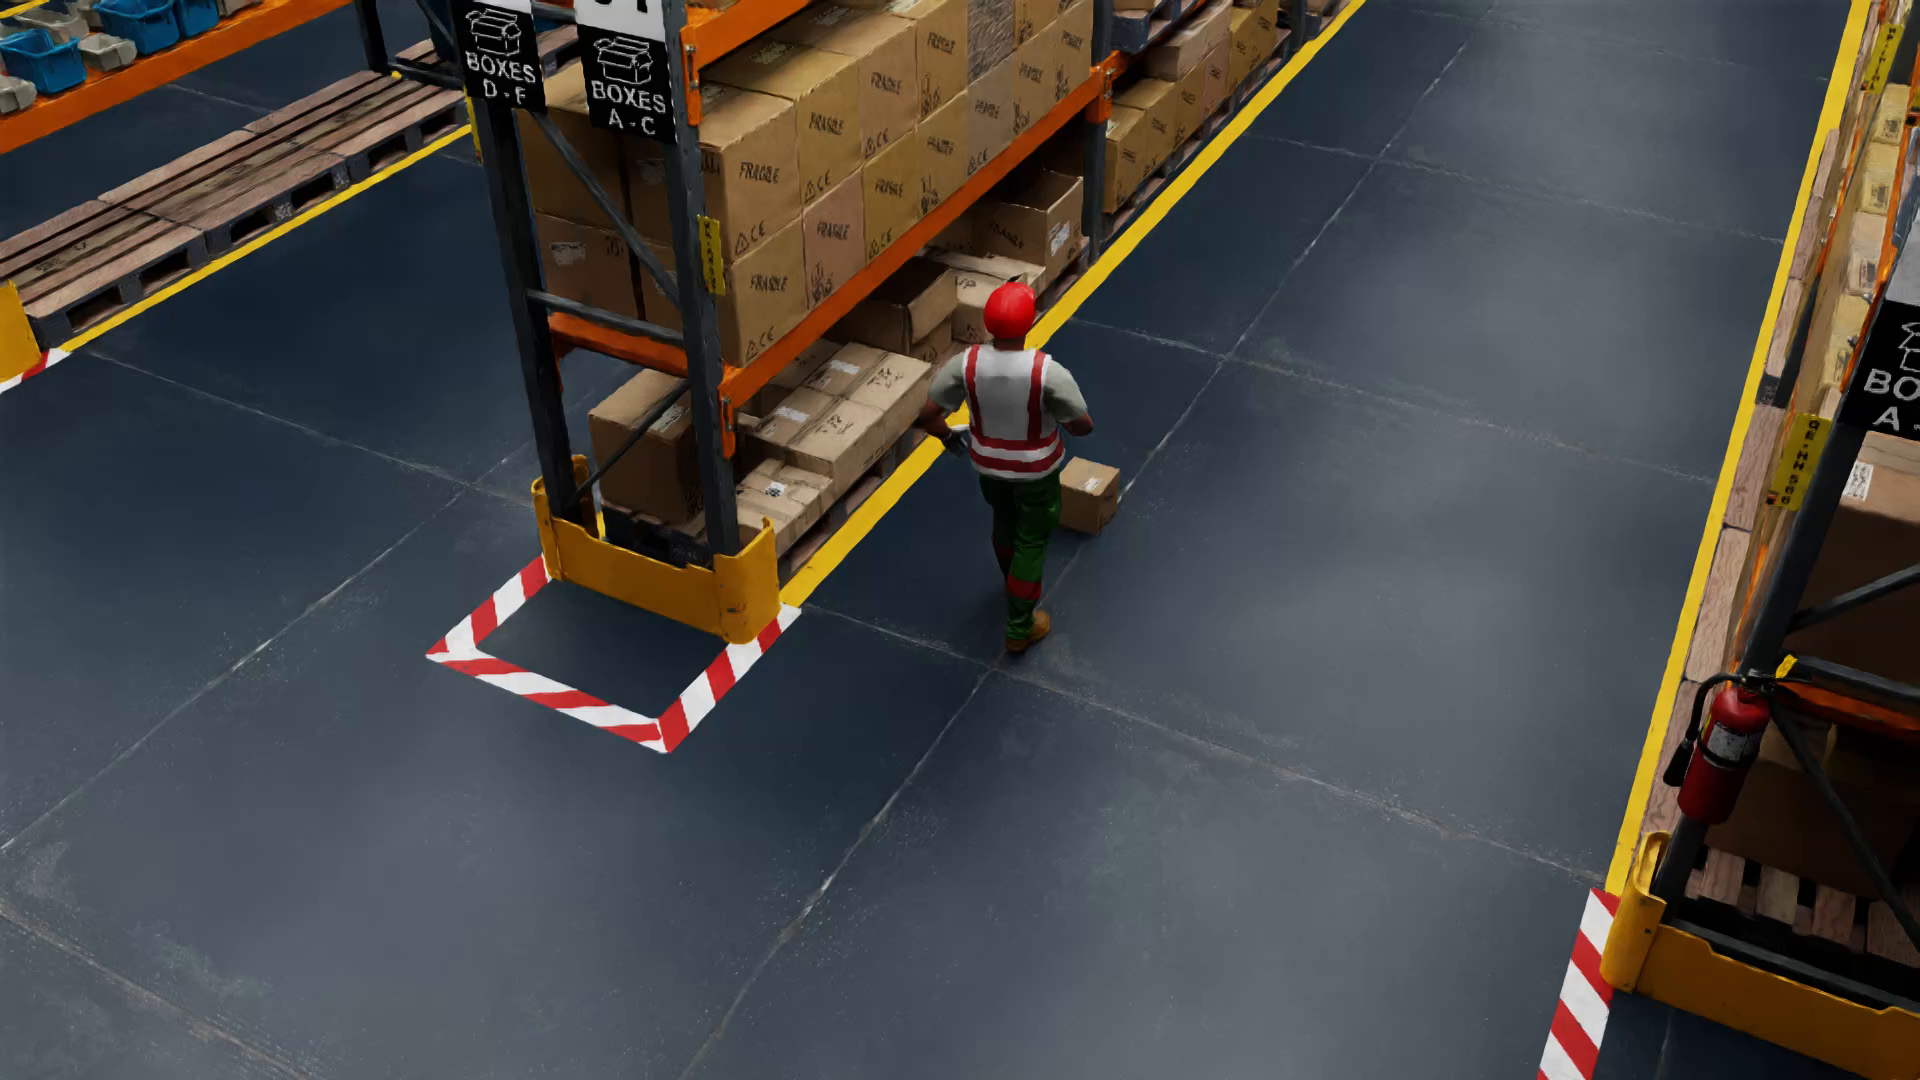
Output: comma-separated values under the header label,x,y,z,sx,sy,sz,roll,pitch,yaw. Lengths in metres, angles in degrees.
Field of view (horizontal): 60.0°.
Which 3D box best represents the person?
label,x,y,z,sx,sy,sz,roll,pitch,yaw
person,0.268,-0.395,7.247,0.709,1.794,0.710,12,39,15
